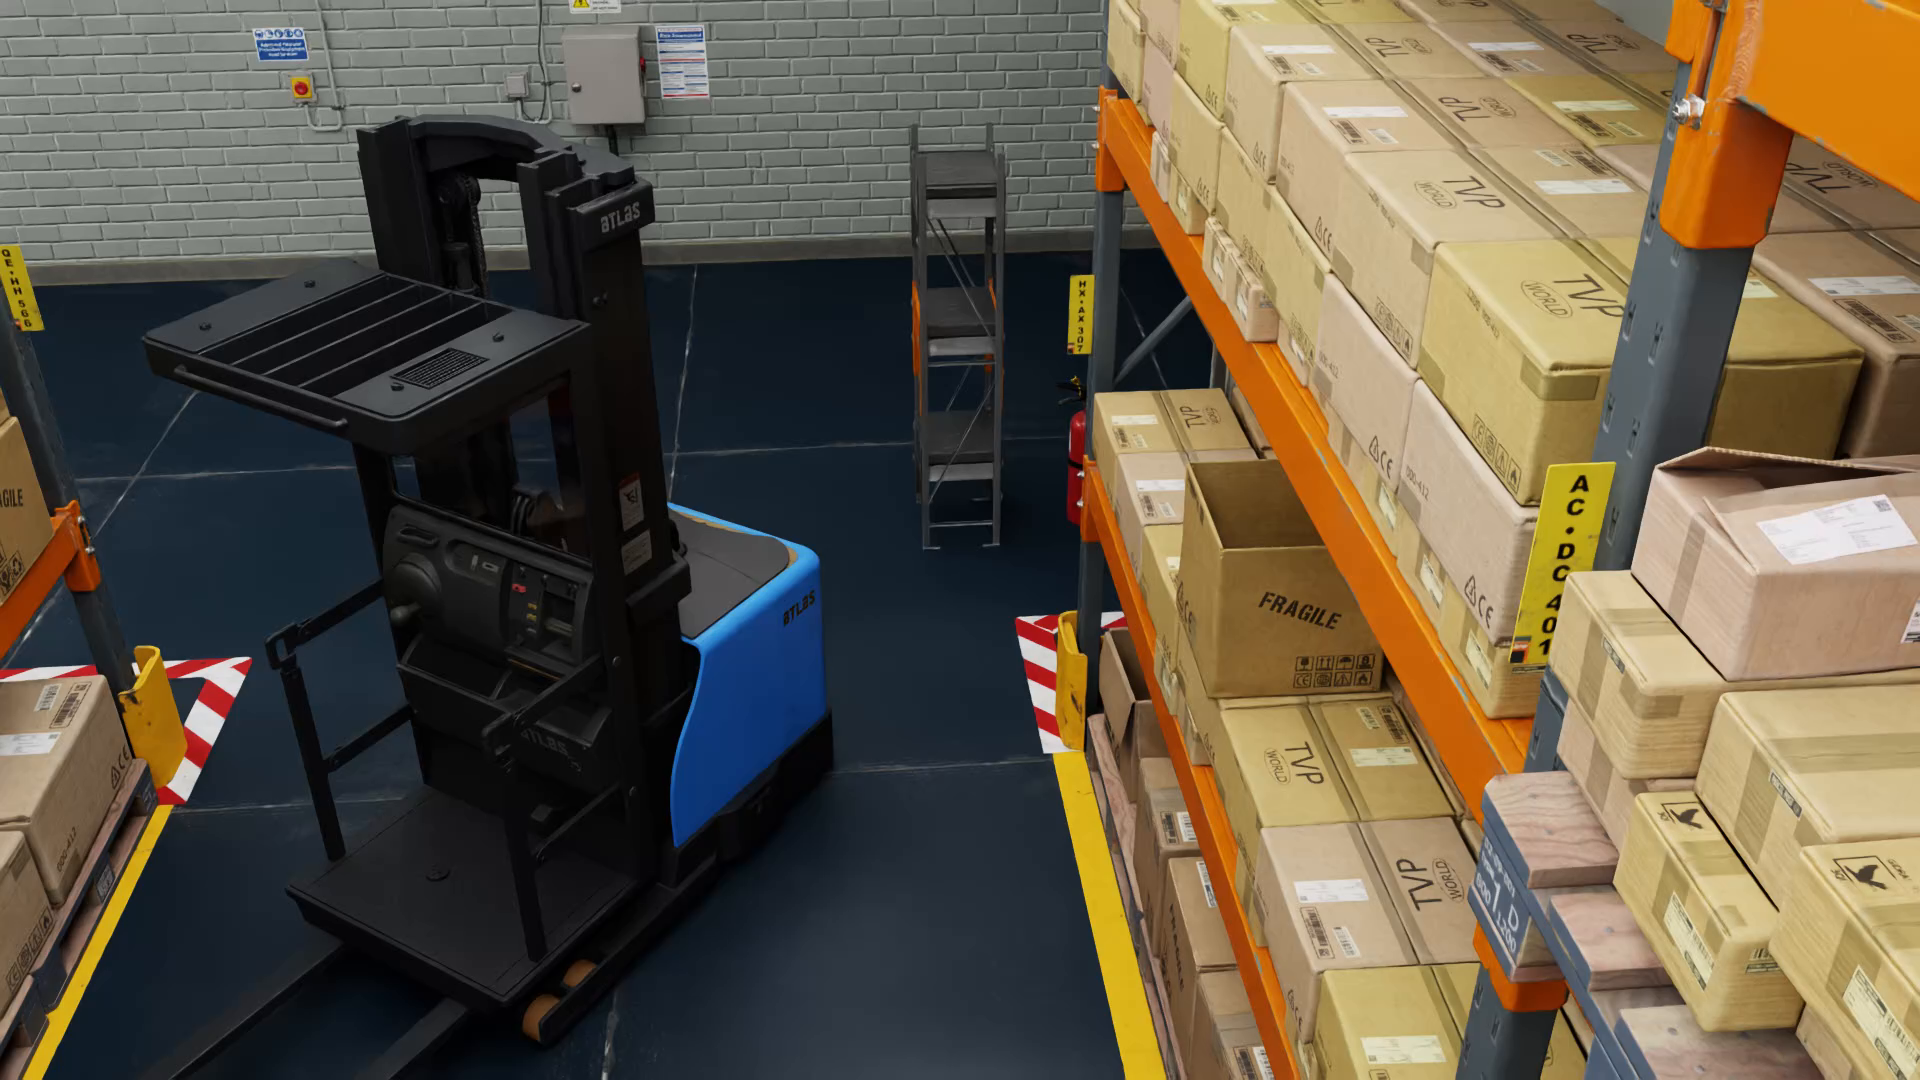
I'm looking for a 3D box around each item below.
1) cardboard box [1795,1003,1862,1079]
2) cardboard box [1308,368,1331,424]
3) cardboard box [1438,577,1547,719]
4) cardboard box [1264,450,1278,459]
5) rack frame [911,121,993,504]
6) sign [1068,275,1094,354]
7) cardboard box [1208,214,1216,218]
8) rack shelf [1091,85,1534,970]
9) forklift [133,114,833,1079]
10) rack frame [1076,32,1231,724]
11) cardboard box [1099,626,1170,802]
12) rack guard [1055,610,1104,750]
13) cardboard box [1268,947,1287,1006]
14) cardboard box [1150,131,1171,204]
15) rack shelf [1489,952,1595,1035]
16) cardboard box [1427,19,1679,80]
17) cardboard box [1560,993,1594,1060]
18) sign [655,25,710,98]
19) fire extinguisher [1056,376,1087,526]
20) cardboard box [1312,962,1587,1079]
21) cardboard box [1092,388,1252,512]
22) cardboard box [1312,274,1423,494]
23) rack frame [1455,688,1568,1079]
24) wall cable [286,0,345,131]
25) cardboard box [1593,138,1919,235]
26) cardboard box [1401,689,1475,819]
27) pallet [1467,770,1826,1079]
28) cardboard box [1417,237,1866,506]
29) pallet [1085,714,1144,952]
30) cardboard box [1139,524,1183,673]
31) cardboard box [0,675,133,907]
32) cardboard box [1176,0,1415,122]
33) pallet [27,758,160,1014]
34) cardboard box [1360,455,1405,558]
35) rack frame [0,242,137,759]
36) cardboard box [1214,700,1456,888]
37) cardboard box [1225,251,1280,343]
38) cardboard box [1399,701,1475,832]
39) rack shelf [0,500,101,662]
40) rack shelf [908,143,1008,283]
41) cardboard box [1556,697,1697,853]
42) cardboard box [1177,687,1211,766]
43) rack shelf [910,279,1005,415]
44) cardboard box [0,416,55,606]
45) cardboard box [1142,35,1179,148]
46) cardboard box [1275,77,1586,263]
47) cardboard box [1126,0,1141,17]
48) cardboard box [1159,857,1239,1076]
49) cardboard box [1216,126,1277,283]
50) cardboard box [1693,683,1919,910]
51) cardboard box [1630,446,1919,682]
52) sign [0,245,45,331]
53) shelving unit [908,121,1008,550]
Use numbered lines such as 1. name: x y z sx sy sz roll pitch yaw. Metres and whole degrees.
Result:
1. cardboard box: 1.128 0.543 1.728 0.380 0.149 0.250 -2 31 -4
2. cardboard box: 1.007 -0.359 3.746 0.380 0.149 0.250 -2 31 -3
3. cardboard box: 1.058 0.167 2.865 0.380 0.149 0.250 -3 31 -5
4. cardboard box: 1.366 -0.104 5.854 0.500 0.250 0.500 -3 31 -4
5. rack frame: -0.038 -1.111 8.562 0.400 2.100 0.015 -3 31 -5
6. sign: 0.472 -0.871 6.439 0.100 0.325 0.005 -3 31 -5
7. cardboard box: 0.905 -0.878 4.615 0.380 0.149 0.250 -3 31 -5
8. rack shelf: 1.199 -0.483 4.411 1.077 0.370 4.000 -3 31 -5
9. forklift: -1.727 0.225 5.514 1.130 2.935 3.031 17 35 26
10. rack frame: 1.012 -0.526 6.705 1.000 3.000 0.127 -3 31 -5
11. cardboard box: 0.975 0.683 6.707 0.797 0.503 0.637 -4 31 -7
12. rack guard: 1.019 0.586 7.281 1.175 0.500 0.348 -3 31 -5
13. cardboard box: 1.012 1.075 4.270 0.380 0.149 0.250 -2 31 -3
14. cardboard box: 0.788 -1.135 5.045 0.380 0.149 0.250 -2 31 -3
15. rack shelf: 1.572 1.559 0.992 1.077 0.370 4.000 -3 31 -5
16. cardboard box: 1.458 -1.093 4.098 0.500 0.250 0.500 -3 31 -5
17. cardboard box: 1.608 1.187 3.693 0.500 0.250 0.500 -3 31 -5
18. sign: -1.902 -3.278 11.406 0.329 0.494 0.001 -3 31 -5
19. fire extinguisher: 0.538 -0.385 6.909 0.296 0.674 0.183 -3 31 -5
20. cardboard box: 1.095 1.205 3.664 0.500 0.250 0.500 -2 31 -3
21. cardboard box: 0.786 -0.344 6.258 0.500 0.250 0.500 -3 31 -4
22. cardboard box: 1.032 -0.334 3.315 0.500 0.250 0.500 -4 31 -6
23. rack frame: 1.385 1.517 3.286 1.000 3.000 0.127 -3 31 -5
24. wall cable: -4.480 -3.613 10.853 0.585 1.953 0.123 -3 31 -5
25. cardboard box: 1.559 -0.579 3.238 0.500 0.250 0.500 -4 31 -6
26. cardboard box: 1.511 0.358 4.350 0.500 0.500 0.500 -4 31 -6
27. pallet: 1.377 0.646 2.002 1.213 0.211 1.003 -3 31 -5
28. cardboard box: 1.099 -0.295 2.763 0.500 0.250 0.500 -3 31 -4
29. pallet: 1.094 1.117 6.674 1.003 0.211 1.213 -3 31 -5
30. cardboard box: 0.884 0.172 5.394 0.500 0.250 0.500 -3 31 -6
31. cardboard box: -3.769 0.966 6.297 0.875 0.438 0.875 -4 31 -6
32. cardboard box: 0.893 -1.336 4.506 0.500 0.250 0.500 -3 31 -5
33. pallet: -3.777 1.316 6.341 1.003 0.211 1.213 -3 31 -5
34. cardboard box: 1.022 -0.095 3.305 0.380 0.149 0.250 -2 31 -3
35. rack frame: -3.930 -0.286 6.304 1.000 3.000 0.127 -3 31 -5
36. cardboard box: 1.000 0.695 4.518 0.500 0.250 0.500 -3 31 -5
37. cardboard box: 0.885 -0.617 4.178 0.380 0.149 0.250 -2 31 -4
38. cardboard box: 1.508 0.668 4.562 0.500 0.250 0.500 -2 31 -4
39. rack shelf: -3.743 1.044 4.779 1.077 0.370 4.000 -3 31 -5
40. rack shelf: -0.016 -1.575 8.001 0.431 0.518 0.480 -3 31 -5
41. cardboard box: 1.017 0.285 2.161 0.380 0.149 0.250 -2 31 -4
42. cardboard box: 0.885 0.557 5.138 0.380 0.149 0.250 -2 31 -3
43. rack shelf: -0.015 -0.974 8.360 0.431 0.518 0.480 -3 31 -5
44. cardboard box: -3.621 -0.095 5.887 0.500 0.500 0.500 -3 31 -4
45. cardboard box: 0.849 -1.379 5.064 0.500 0.250 0.500 -2 31 -4
46. cardboard box: 1.004 -0.813 3.630 0.500 0.250 0.500 -2 31 -4
47. cardboard box: 0.803 -1.853 5.370 0.500 0.250 0.500 -3 31 -5
48. cardboard box: 0.966 1.397 5.514 0.500 0.500 0.500 -2 31 -4
49. cardboard box: 0.956 -0.854 4.185 0.500 0.250 0.500 -3 31 -5
50. cardboard box: 1.073 0.292 1.859 0.380 0.149 0.250 -2 31 -4
51. cardboard box: 1.066 -0.022 1.980 0.396 0.266 0.258 -3 31 -5
52. sign: -3.388 -0.904 5.978 0.100 0.325 0.005 -3 31 -5
53. shelving unit: -0.015 -0.986 8.353 0.431 2.100 0.503 -3 31 -5
